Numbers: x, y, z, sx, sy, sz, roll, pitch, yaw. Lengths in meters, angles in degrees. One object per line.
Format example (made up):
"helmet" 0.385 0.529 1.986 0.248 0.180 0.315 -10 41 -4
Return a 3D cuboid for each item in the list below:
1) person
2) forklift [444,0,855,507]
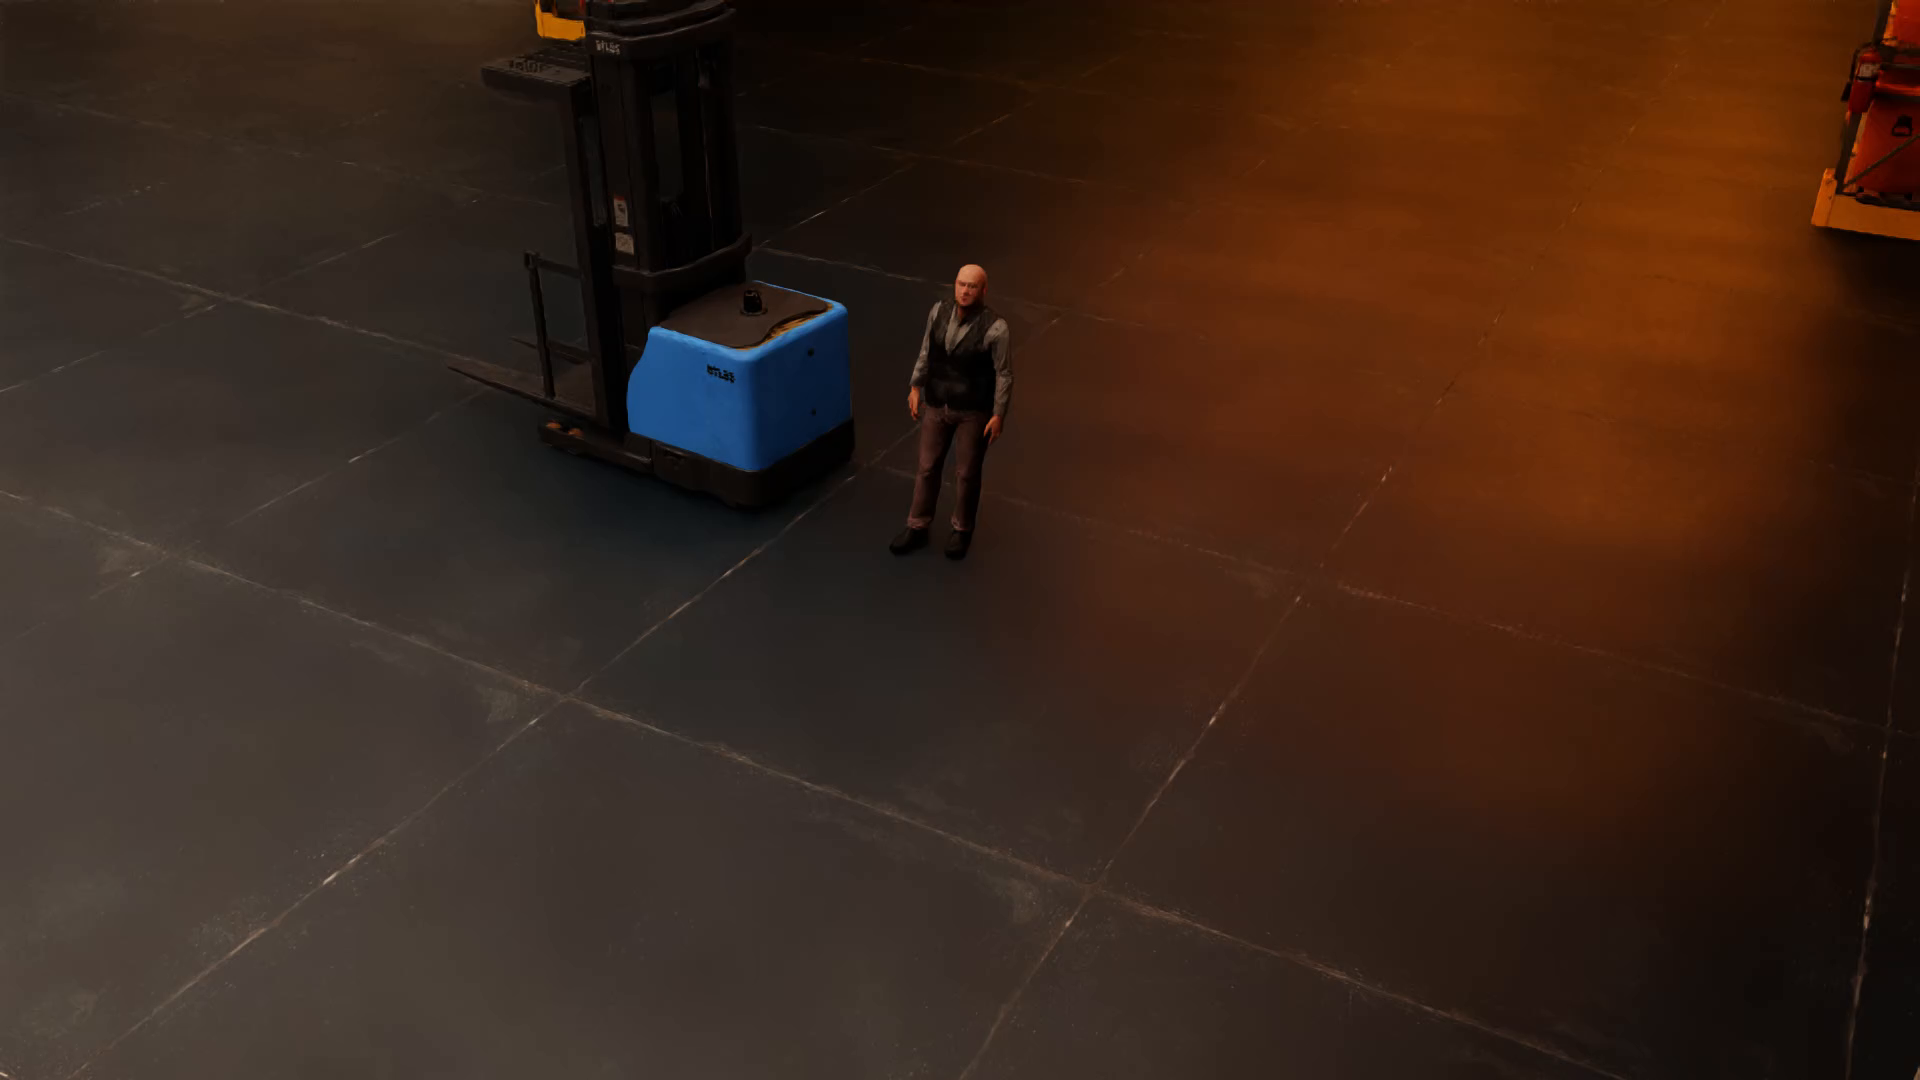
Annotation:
"person" -0.037 -0.726 9.525 0.632 1.720 0.567 15 33 25
"forklift" -2.194 -2.035 10.596 3.031 2.935 1.130 19 35 29
